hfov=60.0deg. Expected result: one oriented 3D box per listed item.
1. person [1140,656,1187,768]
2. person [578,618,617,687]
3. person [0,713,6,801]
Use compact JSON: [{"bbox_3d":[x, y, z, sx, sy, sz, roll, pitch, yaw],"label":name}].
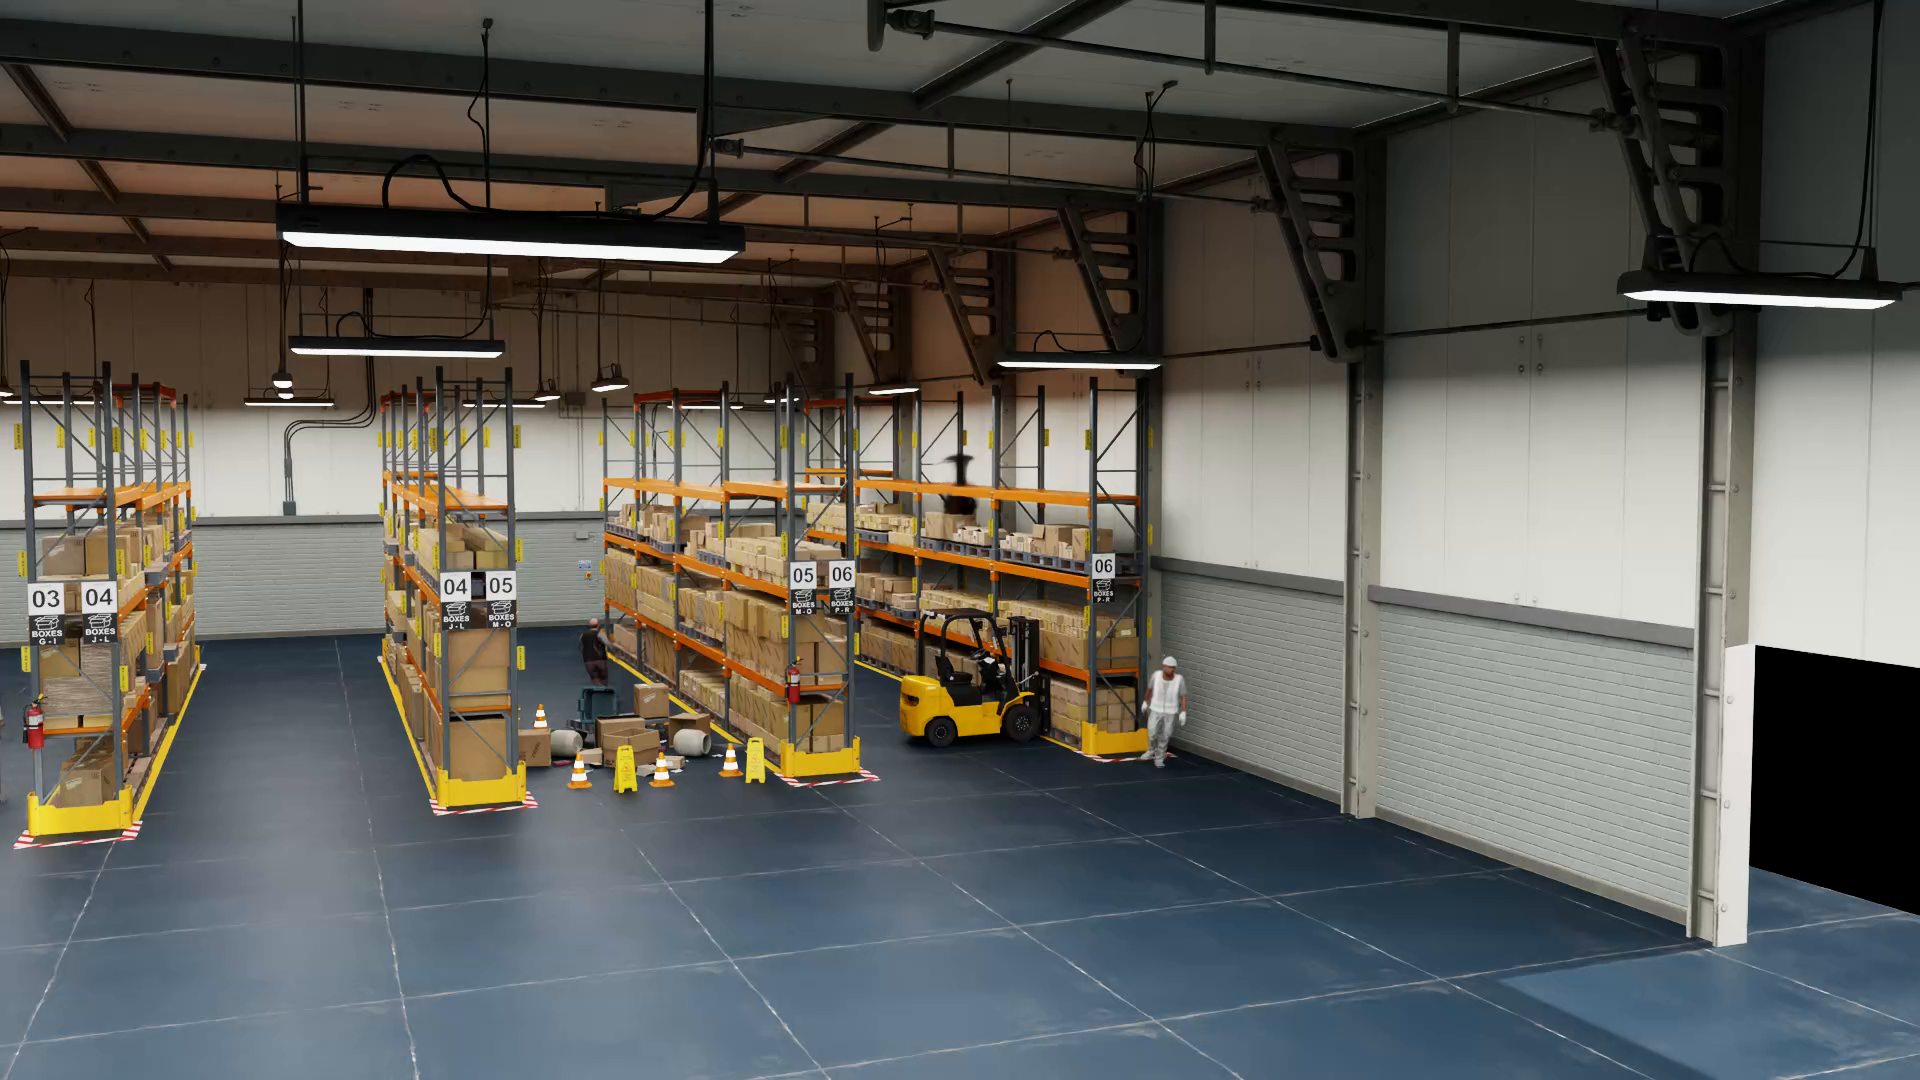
[{"bbox_3d":[3.103,2.616,25.308,0.687,1.736,0.609,0,3,3],"label":"person"},{"bbox_3d":[-6.888,2.314,31.540,0.731,1.642,0.577,0,3,0],"label":"person"},{"bbox_3d":[-13.289,2.805,22.530,0.650,1.725,0.831,-2,4,-26],"label":"person"}]
